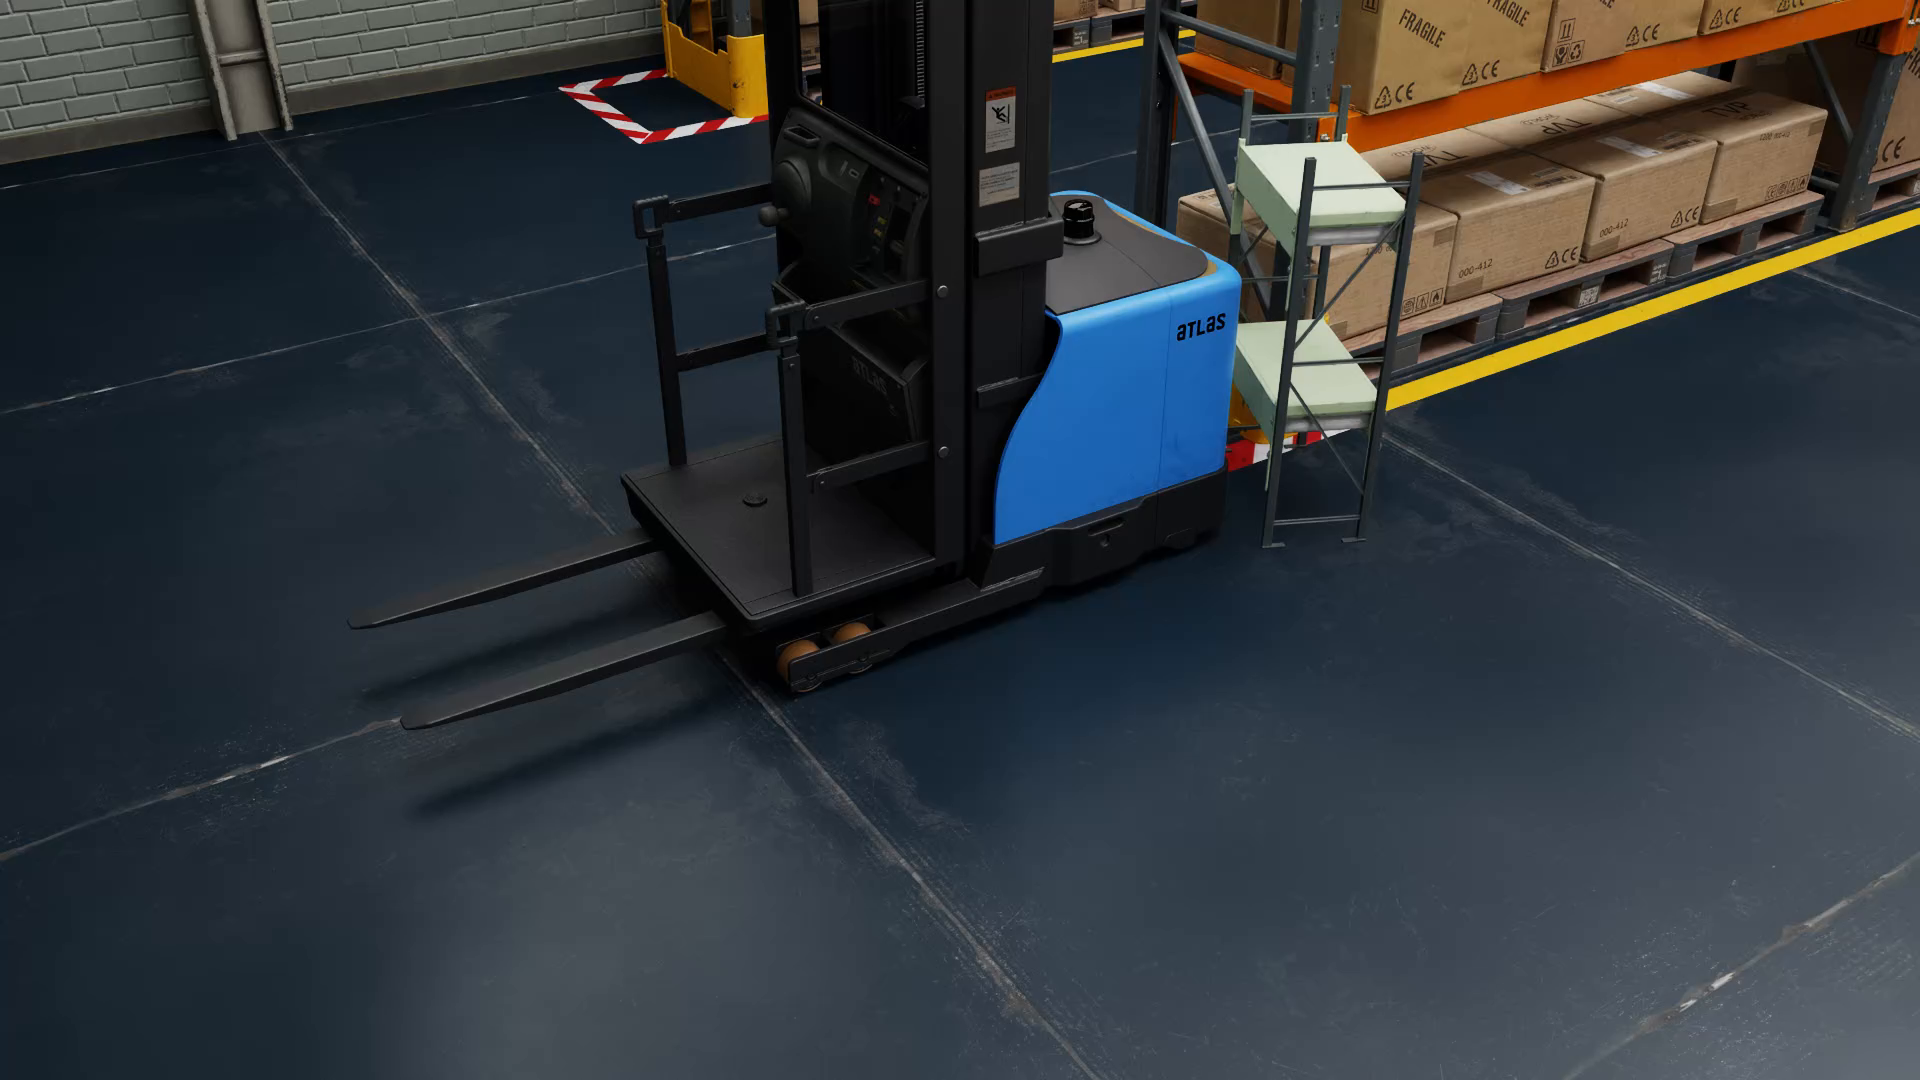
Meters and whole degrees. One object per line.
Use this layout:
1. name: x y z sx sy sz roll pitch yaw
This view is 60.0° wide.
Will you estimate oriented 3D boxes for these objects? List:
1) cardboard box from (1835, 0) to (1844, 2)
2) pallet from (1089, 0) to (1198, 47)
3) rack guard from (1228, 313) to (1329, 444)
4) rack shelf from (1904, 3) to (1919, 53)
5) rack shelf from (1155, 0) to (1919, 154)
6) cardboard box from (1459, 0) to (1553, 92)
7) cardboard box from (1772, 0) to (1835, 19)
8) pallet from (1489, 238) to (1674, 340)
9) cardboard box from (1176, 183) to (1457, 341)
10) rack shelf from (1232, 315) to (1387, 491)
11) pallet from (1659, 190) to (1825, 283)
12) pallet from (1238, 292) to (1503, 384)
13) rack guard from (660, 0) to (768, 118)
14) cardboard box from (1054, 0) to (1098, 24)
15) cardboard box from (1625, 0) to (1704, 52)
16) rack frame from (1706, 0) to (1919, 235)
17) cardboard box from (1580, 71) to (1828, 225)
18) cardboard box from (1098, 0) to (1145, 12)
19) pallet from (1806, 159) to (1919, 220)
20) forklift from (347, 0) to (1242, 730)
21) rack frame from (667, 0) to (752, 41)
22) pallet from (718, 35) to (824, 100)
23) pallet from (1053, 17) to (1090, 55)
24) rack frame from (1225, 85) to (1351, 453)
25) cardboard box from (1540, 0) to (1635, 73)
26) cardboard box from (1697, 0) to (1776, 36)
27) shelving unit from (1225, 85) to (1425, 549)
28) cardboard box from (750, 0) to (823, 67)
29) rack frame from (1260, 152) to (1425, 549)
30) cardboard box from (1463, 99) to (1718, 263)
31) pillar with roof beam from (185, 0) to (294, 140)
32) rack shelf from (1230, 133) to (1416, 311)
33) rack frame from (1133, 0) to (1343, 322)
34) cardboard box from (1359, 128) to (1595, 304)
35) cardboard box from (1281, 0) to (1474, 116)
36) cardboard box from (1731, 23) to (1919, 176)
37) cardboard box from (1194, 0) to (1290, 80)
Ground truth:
1. cardboard box: 4.194 -2.919 7.973 0.500 0.500 0.500 -19 37 -27
2. pallet: 1.176 -3.973 12.351 1.213 0.211 1.003 -19 37 -27
3. rack guard: 1.064 -0.905 7.217 0.348 0.500 1.175 -19 37 -27
4. rack shelf: 6.127 -3.400 9.502 4.000 0.370 1.077 -19 37 -27
5. rack shelf: 2.765 -2.243 7.669 4.000 0.370 1.077 -19 37 -27
6. cardboard box: 2.053 -2.180 6.801 0.500 0.500 0.500 -20 37 -28
7. cardboard box: 3.765 -2.768 7.733 0.500 0.500 0.500 -20 37 -28
8. pallet: 2.738 -1.407 8.282 1.213 0.211 1.003 -19 37 -27
9. cardboard box: 1.584 -1.299 7.506 0.875 0.438 0.875 -20 38 -29
10. rack shelf: 1.274 -0.538 6.308 0.431 0.370 0.720 -4 32 -6
11. pallet: 3.764 -1.762 8.845 1.213 0.211 1.003 -19 37 -27
12. pallet: 1.713 -1.056 7.727 1.213 0.211 1.003 -19 37 -27
13. rack guard: -1.545 -3.159 10.789 0.348 0.500 1.175 -19 37 -27
14. cardboard box: 0.569 -3.979 11.695 0.500 0.500 0.700 -20 38 -29
15. cardboard box: 2.902 -2.472 7.263 0.500 0.500 0.500 -18 36 -26
16. rack frame: 4.446 -3.126 8.394 0.127 3.000 1.000 -19 37 -27
17. cardboard box: 3.860 -2.086 8.754 0.875 0.438 0.875 -20 37 -28
18. cardboard box: 1.144 -3.976 11.910 0.258 0.266 0.396 -18 36 -26
19. pallet: 5.054 -2.203 9.545 1.213 0.211 1.003 -19 37 -27
20. forklift: -0.536 -1.064 5.189 3.031 2.935 1.130 -18 37 -26
21. rack frame: -1.609 -4.194 10.087 0.127 3.000 1.000 -19 37 -27
22. pallet: -0.875 -3.268 11.232 1.213 0.211 1.003 -19 37 -27
23. pallet: 0.149 -3.618 11.788 1.213 0.211 1.003 -19 37 -27
24. rack frame: 1.226 -1.008 6.441 0.400 1.500 0.023 -4 32 -6
25. cardboard box: 2.490 -2.319 7.022 0.500 0.500 0.500 -19 37 -28
26. cardboard box: 3.350 -2.616 7.492 0.500 0.500 0.500 -20 37 -28
27. shelving unit: 1.274 -0.814 6.134 0.431 1.500 0.755 -4 32 -6
28. cardboard box: -1.043 -3.450 10.854 0.637 0.503 0.797 -21 38 -29
29. rack frame: 1.323 -0.620 5.828 0.400 1.500 0.023 -4 32 -6
30. cardboard box: 3.108 -1.827 8.343 0.875 0.438 0.875 -20 37 -29
31. pillar with roof beam: -2.031 -4.426 4.832 0.400 9.000 9.100 -19 37 -27
32. rack shelf: 1.274 -1.144 5.926 0.431 0.370 0.720 -4 32 -6
33. rack frame: 1.084 -1.969 6.561 0.127 3.000 1.000 -19 37 -27
34. cardboard box: 2.349 -1.567 7.931 0.875 0.438 0.875 -18 36 -26
35. cardboard box: 1.643 -2.022 6.550 0.500 0.500 0.500 -19 37 -28
36. cardboard box: 4.924 -2.620 9.189 0.875 0.875 0.875 -18 36 -26
37. cardboard box: 1.346 -2.270 6.943 0.500 0.500 0.500 -19 37 -27
